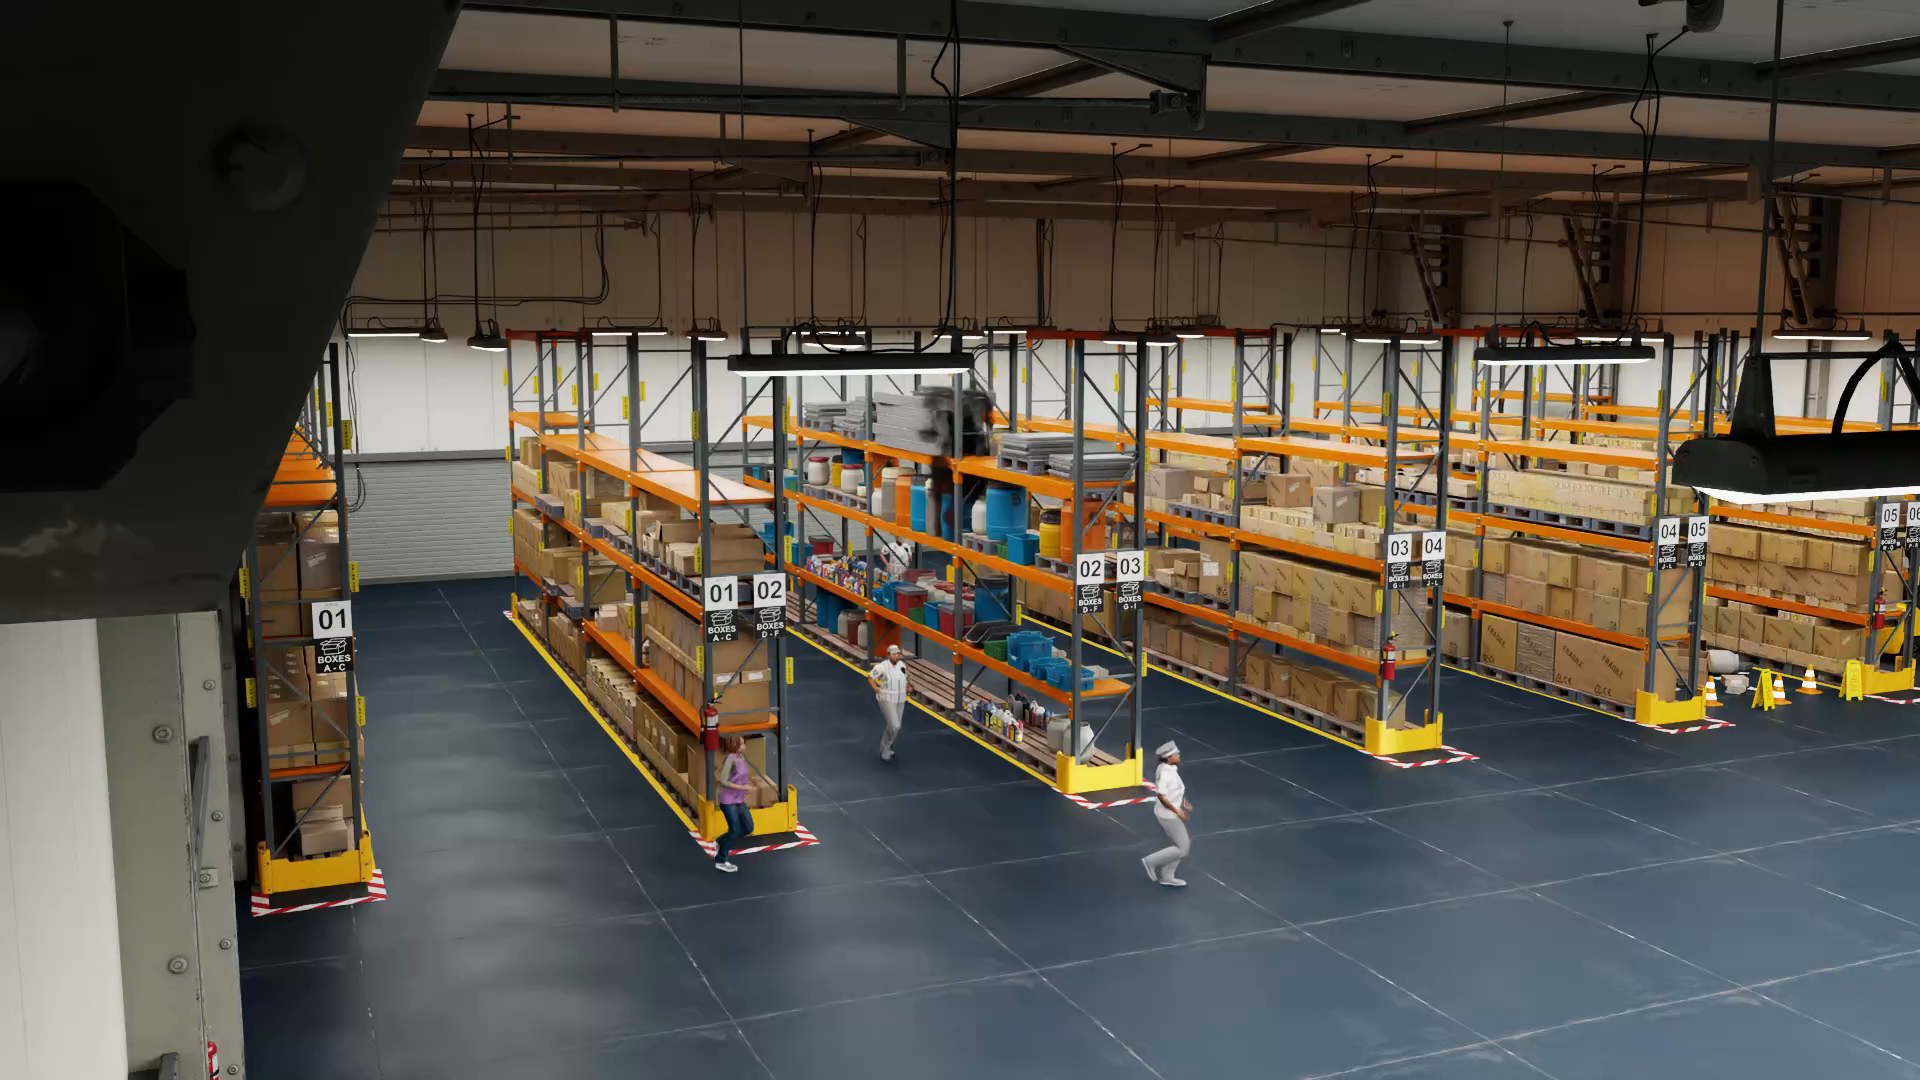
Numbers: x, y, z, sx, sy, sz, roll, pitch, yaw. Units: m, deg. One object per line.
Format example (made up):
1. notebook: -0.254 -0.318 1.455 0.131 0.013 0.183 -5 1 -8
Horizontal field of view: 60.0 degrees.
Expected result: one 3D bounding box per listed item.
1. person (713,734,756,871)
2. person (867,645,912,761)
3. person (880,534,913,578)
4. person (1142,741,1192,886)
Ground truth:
1. person: -2.554 2.993 19.044 0.563 1.549 0.554 2 8 17
2. person: -0.950 2.313 23.652 0.572 1.662 0.656 -6 10 -38
3. person: -1.296 0.701 34.992 0.648 1.842 0.861 -6 10 -35
4. person: 2.295 3.026 18.410 0.567 1.653 0.600 0 8 2
